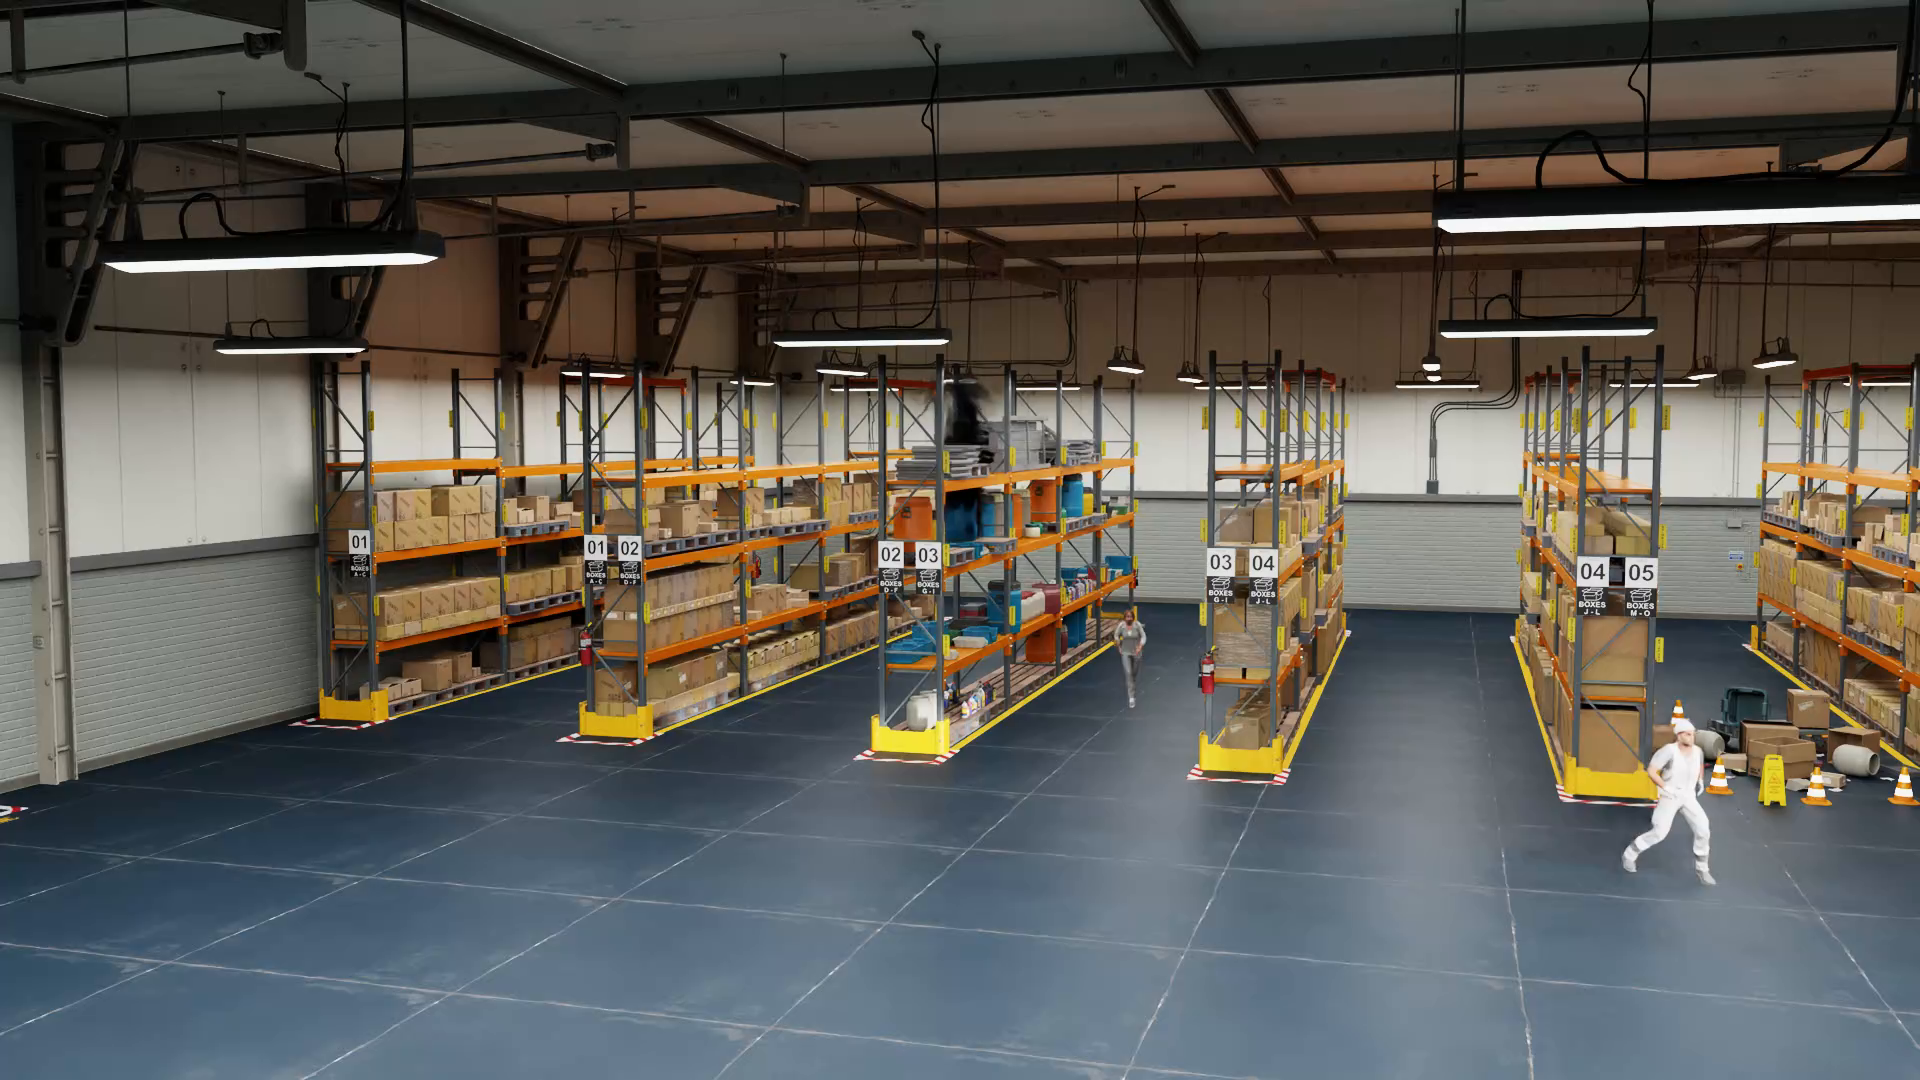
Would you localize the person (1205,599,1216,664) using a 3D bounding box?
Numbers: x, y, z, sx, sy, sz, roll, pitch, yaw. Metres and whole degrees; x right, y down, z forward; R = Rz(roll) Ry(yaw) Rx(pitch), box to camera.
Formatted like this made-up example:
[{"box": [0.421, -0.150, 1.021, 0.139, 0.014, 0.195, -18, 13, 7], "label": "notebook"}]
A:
[{"box": [5.355, 1.697, 34.344, 0.674, 1.760, 0.733, 1, 4, 13], "label": "person"}]

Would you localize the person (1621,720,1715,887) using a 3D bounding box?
[{"box": [7.792, 2.842, 18.129, 0.898, 1.774, 0.739, -1, 4, -18], "label": "person"}]

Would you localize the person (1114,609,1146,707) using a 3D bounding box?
[{"box": [2.858, 1.944, 27.996, 0.536, 1.605, 0.937, 0, 4, 2], "label": "person"}]
